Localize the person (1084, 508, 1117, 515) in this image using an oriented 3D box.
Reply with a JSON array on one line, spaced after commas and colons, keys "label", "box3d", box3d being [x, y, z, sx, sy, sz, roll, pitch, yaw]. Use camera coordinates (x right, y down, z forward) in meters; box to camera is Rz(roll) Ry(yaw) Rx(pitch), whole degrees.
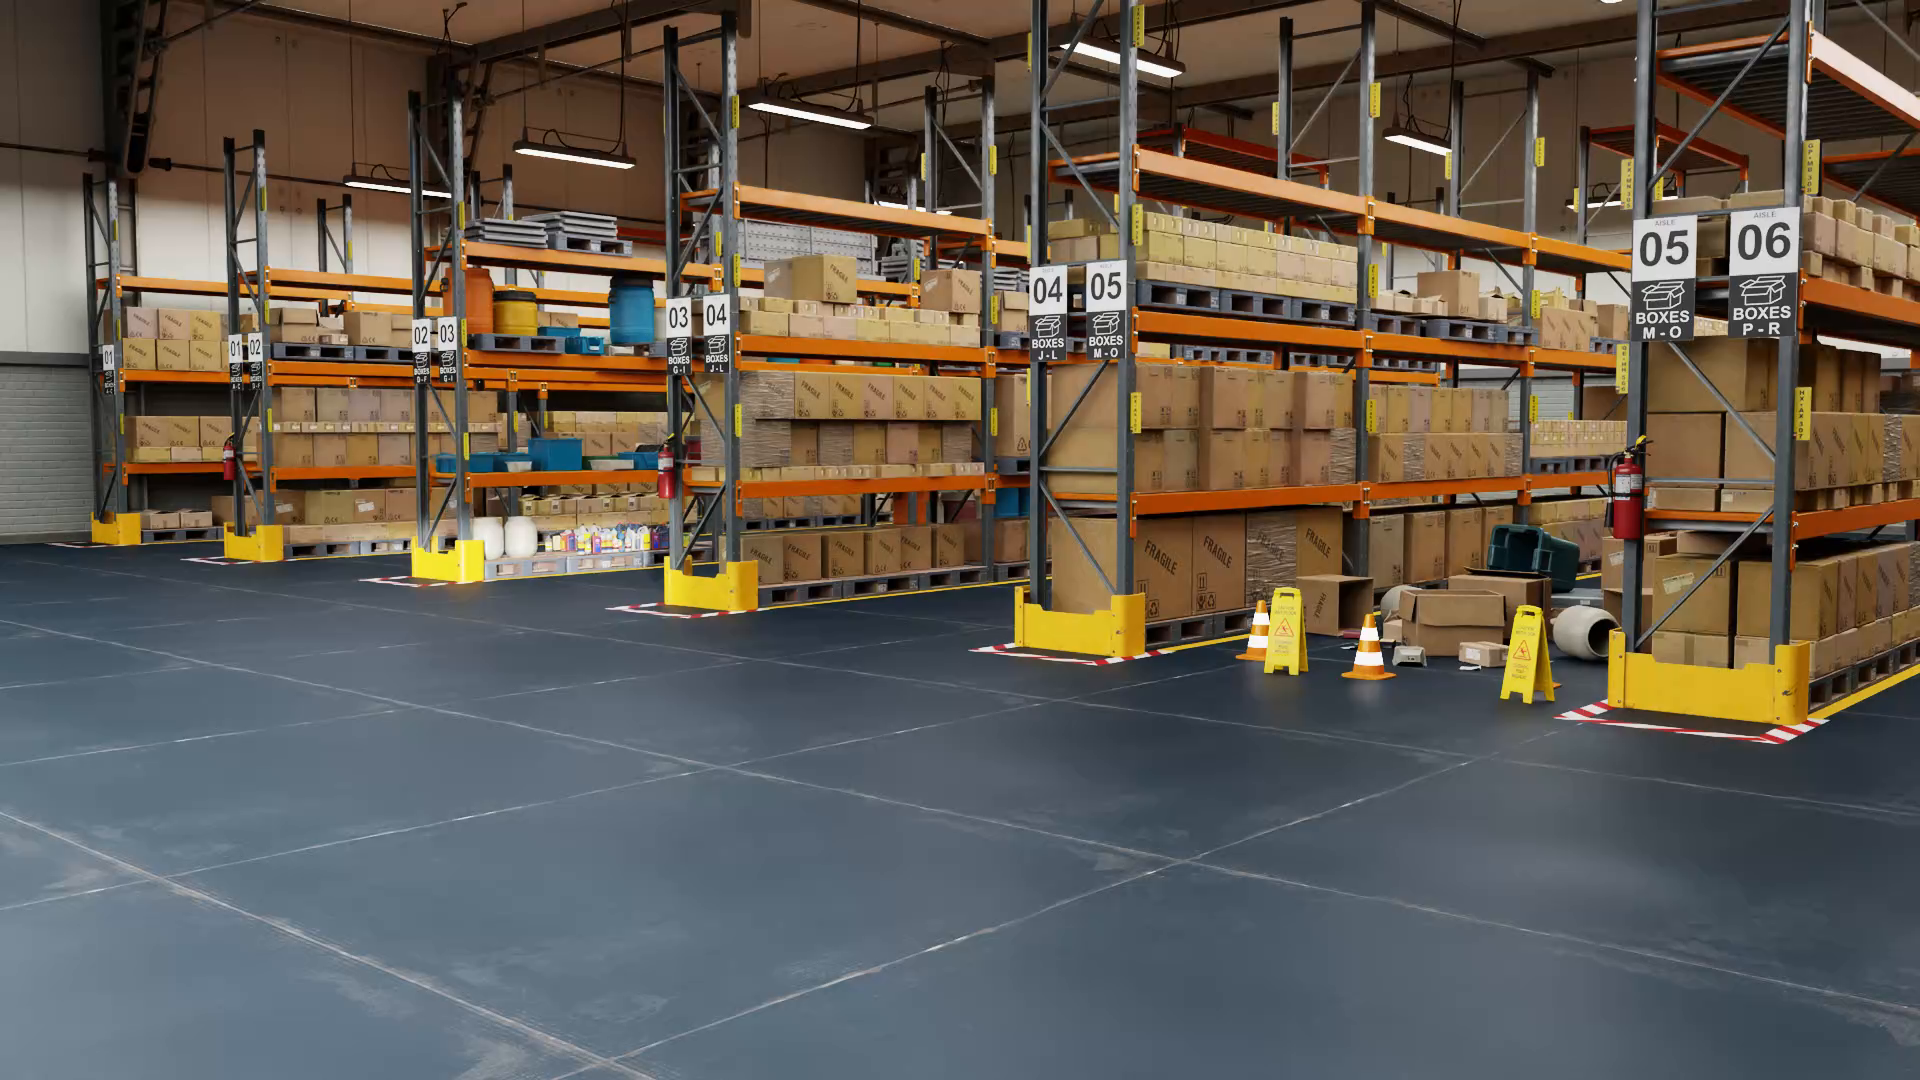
[{"label": "person", "box3d": [1.469, -0.066, 16.730, 0.484, 1.593, 0.344, 3, 5, 38]}]
